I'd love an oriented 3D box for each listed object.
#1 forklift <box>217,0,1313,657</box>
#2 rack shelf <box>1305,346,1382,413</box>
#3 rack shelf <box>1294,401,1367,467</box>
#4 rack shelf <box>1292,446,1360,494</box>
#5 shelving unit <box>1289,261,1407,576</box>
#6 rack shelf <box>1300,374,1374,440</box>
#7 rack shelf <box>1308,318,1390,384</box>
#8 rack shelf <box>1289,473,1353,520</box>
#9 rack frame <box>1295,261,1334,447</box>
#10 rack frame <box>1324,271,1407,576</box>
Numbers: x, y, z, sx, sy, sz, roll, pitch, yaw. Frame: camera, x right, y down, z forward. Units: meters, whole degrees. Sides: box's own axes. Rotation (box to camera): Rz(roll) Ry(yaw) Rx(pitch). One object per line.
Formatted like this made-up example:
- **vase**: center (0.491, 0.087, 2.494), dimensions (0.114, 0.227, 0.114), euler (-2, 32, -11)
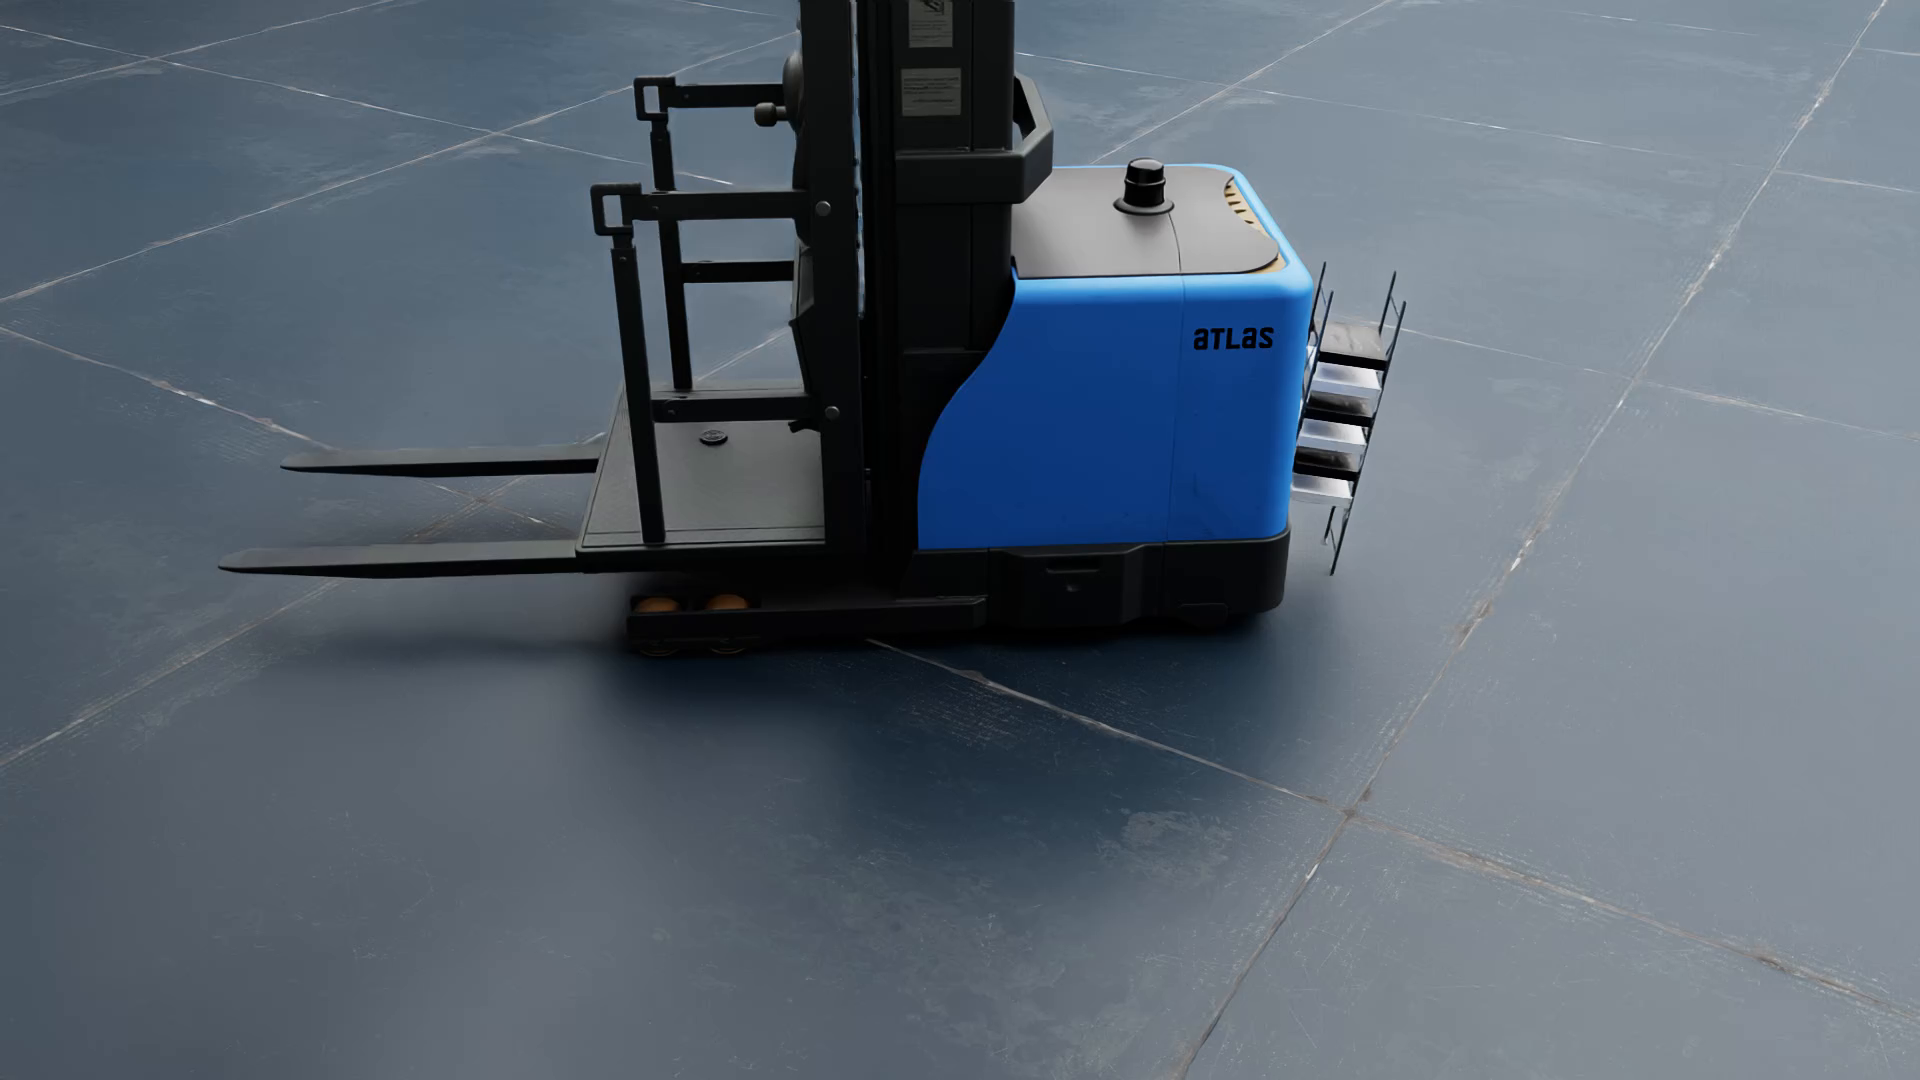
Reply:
- **forklift**: center (-0.600, -1.212, 4.420), dimensions (3.031, 2.935, 1.130), euler (-2, 30, -3)
- **rack shelf**: center (1.111, -0.475, 4.864), dimensions (0.200, 0.077, 0.258), euler (8, 31, 2)
- **rack shelf**: center (1.091, -0.322, 4.956), dimensions (0.200, 0.077, 0.258), euler (8, 31, 2)
- **rack shelf**: center (1.081, -0.245, 5.002), dimensions (0.200, 0.077, 0.258), euler (8, 31, 2)
- **shelving unit**: center (1.095, -0.350, 4.939), dimensions (0.210, 0.900, 0.258), euler (8, 31, 2)
- **rack shelf**: center (1.101, -0.399, 4.910), dimensions (0.200, 0.077, 0.258), euler (8, 31, 2)
- **rack shelf**: center (1.122, -0.552, 4.818), dimensions (0.200, 0.077, 0.258), euler (8, 31, 2)
- **rack shelf**: center (1.071, -0.168, 5.048), dimensions (0.200, 0.077, 0.258), euler (8, 31, 2)
- **rack frame**: center (0.995, -0.365, 4.942), dimensions (0.006, 0.900, 0.240), euler (8, 31, 2)
- **rack frame**: center (1.196, -0.335, 4.936), dimensions (0.006, 0.900, 0.240), euler (8, 31, 2)
